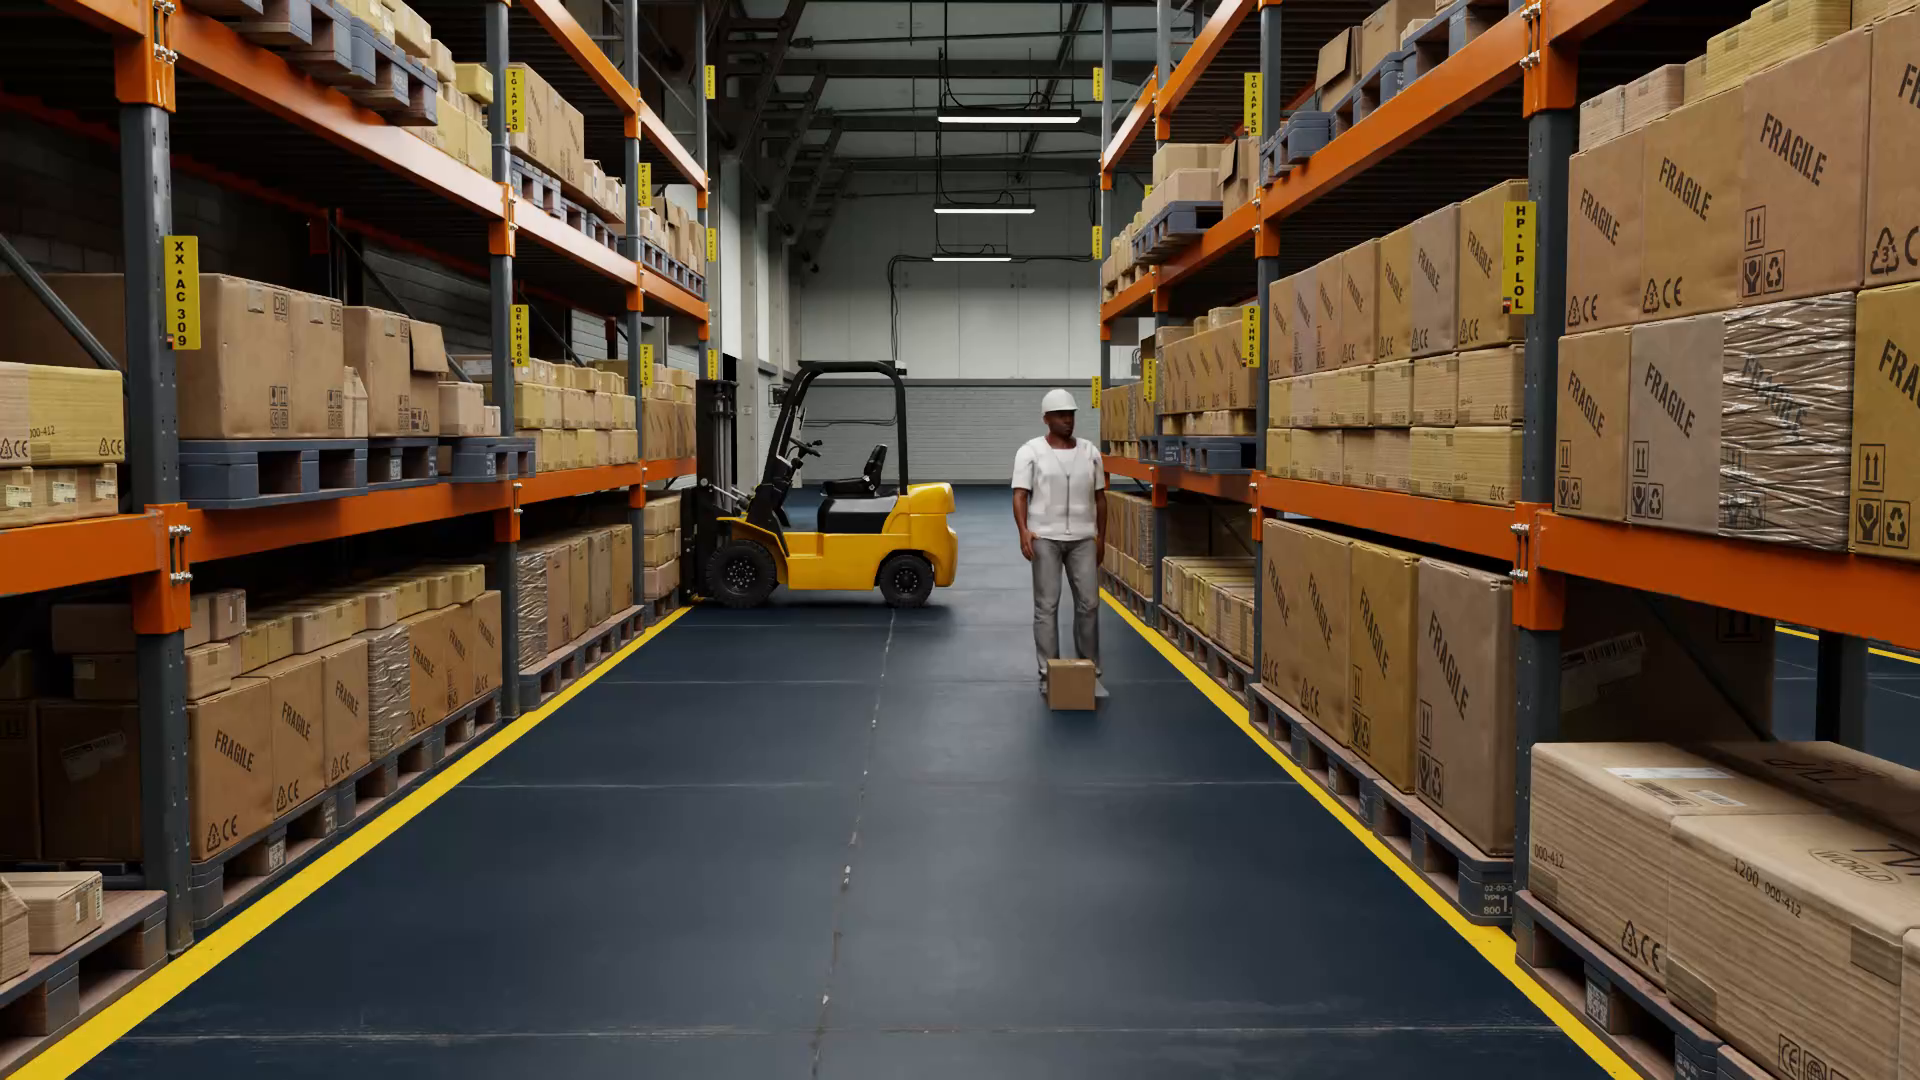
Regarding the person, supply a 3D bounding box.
[{"bbox_3d":[0.602,0.034,9.680,0.591,1.824,0.511,-1,4,-9],"label":"person"}]
